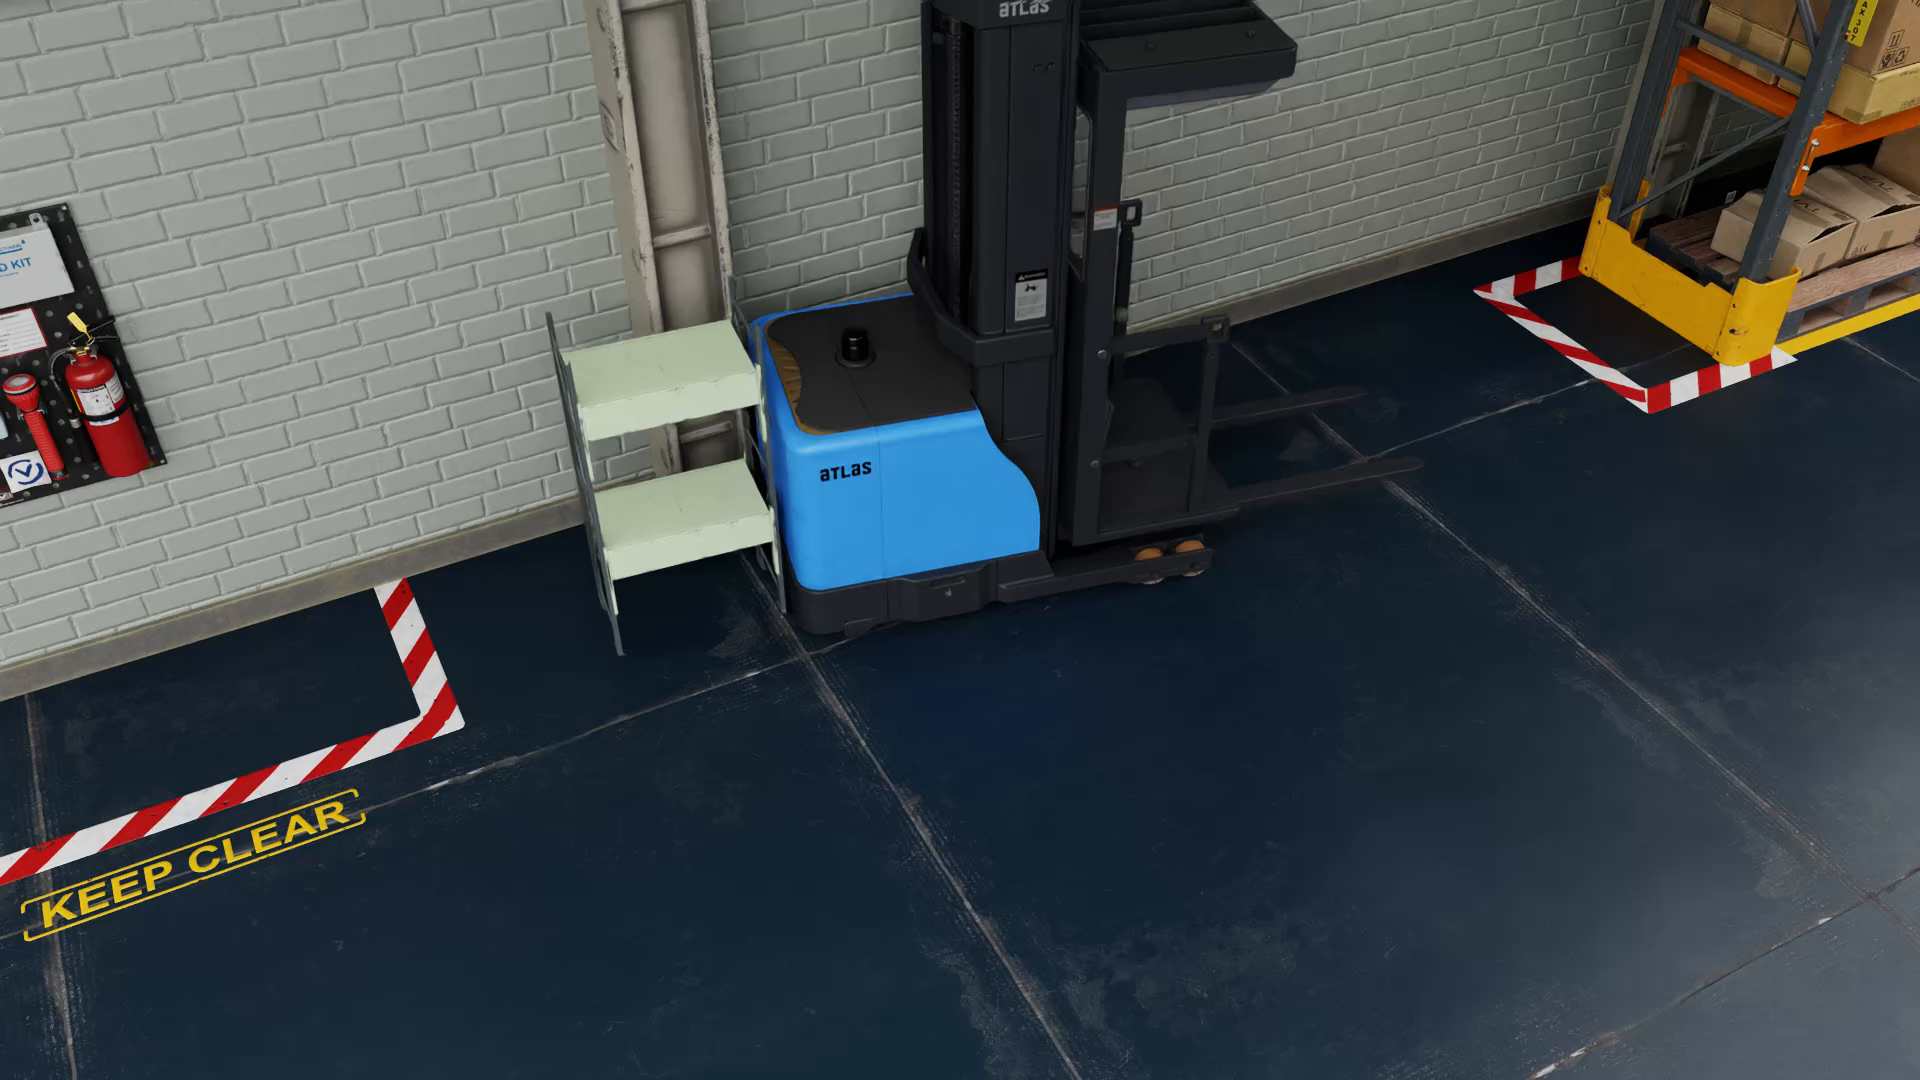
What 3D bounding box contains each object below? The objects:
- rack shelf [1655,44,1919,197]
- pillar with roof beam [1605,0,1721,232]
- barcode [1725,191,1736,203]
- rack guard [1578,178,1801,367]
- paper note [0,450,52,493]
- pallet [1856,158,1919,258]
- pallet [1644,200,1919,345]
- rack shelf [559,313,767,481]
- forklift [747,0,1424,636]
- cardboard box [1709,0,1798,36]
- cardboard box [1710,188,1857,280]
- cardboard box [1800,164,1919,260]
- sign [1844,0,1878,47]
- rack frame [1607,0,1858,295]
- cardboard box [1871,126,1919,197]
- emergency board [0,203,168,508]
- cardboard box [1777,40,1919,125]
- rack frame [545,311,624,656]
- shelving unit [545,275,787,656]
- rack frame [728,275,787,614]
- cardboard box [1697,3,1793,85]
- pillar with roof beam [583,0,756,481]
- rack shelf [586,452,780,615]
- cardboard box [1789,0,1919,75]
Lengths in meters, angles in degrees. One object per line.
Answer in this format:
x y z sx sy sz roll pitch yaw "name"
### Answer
5.668 -2.737 9.207 4.000 0.370 1.077 -19 44 -21 "rack shelf"
6.104 -2.942 4.249 0.400 9.000 9.100 -19 44 -21 "pillar with roof beam"
4.381 -1.949 9.453 0.075 0.075 0.001 -19 44 -21 "barcode"
3.962 -1.483 9.104 0.348 0.500 1.175 -19 44 -21 "rack guard"
-3.604 -0.263 6.410 0.142 0.148 0.016 -19 44 -21 "paper note"
5.779 -1.957 9.887 1.213 0.211 1.003 -19 44 -21 "pallet"
4.699 -1.595 9.460 1.213 0.211 1.003 -19 44 -21 "pallet"
-1.190 -0.580 6.659 0.720 0.370 0.431 -14 42 -16 "rack shelf"
0.638 -1.237 6.932 3.031 2.935 1.130 -11 41 -12 "forklift"
4.214 -2.914 8.379 0.500 0.500 0.500 -19 44 -21 "cardboard box"
4.549 -1.711 9.179 0.500 0.311 0.500 -24 46 -25 "cardboard box"
5.055 -1.881 9.380 0.500 0.311 0.500 -15 43 -17 "cardboard box"
4.145 -2.434 7.623 0.005 0.325 0.100 -19 44 -21 "sign"
3.894 -2.414 8.270 0.127 3.000 1.000 -19 44 -21 "rack frame"
5.729 -2.144 9.544 0.500 0.500 0.700 -21 45 -23 "cardboard box"
-3.415 -0.613 6.141 0.643 1.169 0.194 -19 44 -21 "emergency board"
4.474 -2.329 8.269 0.500 0.250 0.500 -20 44 -22 "cardboard box"
-1.531 -0.196 6.809 0.023 1.500 0.400 -14 42 -16 "rack frame"
-1.190 -0.282 6.911 0.755 1.500 0.431 -14 42 -16 "shelving unit"
-0.849 -0.368 7.013 0.023 1.500 0.400 -14 42 -16 "rack frame"
4.219 -2.615 8.608 0.500 0.250 0.500 -18 43 -20 "cardboard box"
0.783 -1.151 2.134 0.400 9.000 9.100 -19 44 -21 "pillar with roof beam"
-1.190 -0.033 7.122 0.720 0.370 0.431 -14 42 -16 "rack shelf"
4.457 -2.621 8.034 0.500 0.500 0.500 -19 44 -21 "cardboard box"
